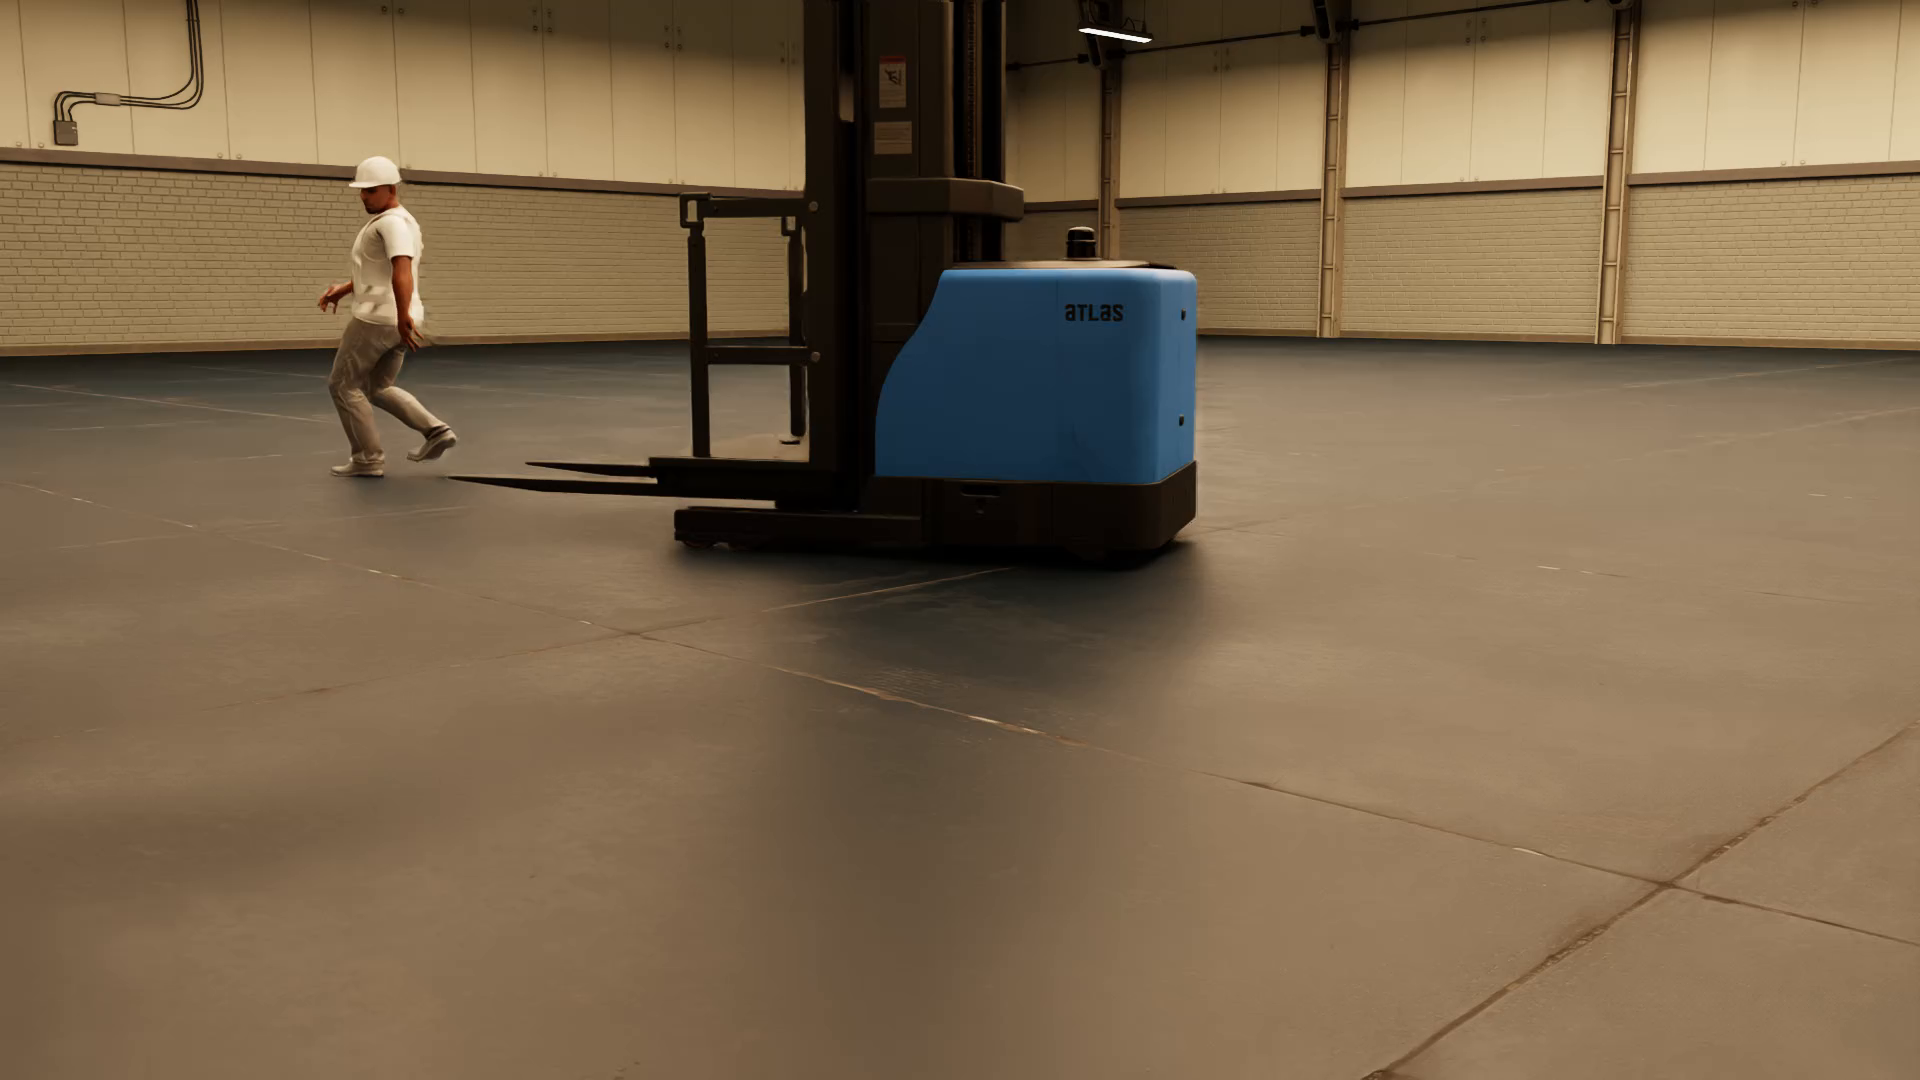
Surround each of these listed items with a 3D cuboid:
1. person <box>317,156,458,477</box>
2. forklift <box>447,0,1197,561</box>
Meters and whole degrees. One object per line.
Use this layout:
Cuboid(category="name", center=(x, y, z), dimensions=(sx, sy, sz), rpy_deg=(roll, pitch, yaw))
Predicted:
Cuboid(category="person", center=(-3.085, -1.182, 8.889), dimensions=(0.707, 1.700, 0.694), rpy_deg=(1, 9, 6))
Cuboid(category="forklift", center=(-0.606, -1.475, 6.668), dimensions=(3.031, 2.935, 1.130), rpy_deg=(3, 9, 17))
